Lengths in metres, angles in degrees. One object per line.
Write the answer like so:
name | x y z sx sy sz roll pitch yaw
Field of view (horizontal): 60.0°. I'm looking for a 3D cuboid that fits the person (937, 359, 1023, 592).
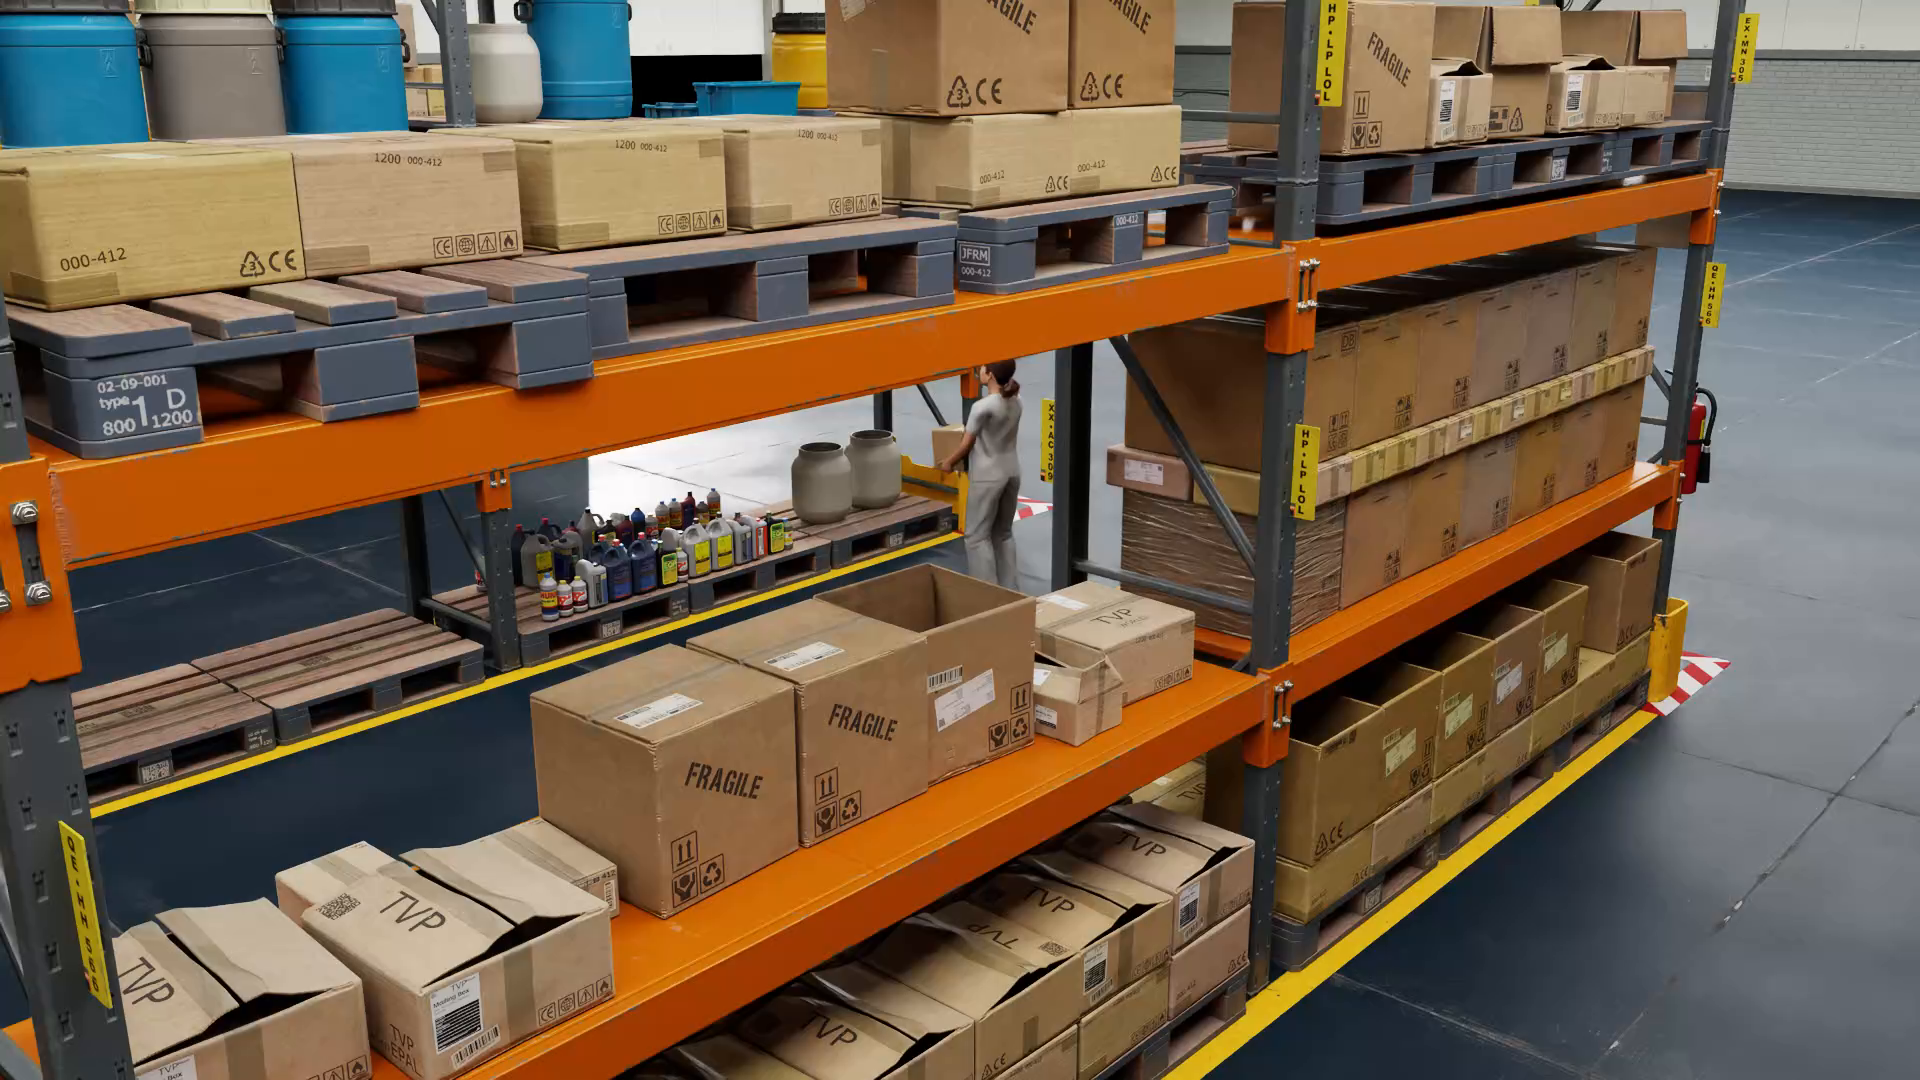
person | 0.148 -0.370 10.276 0.549 1.667 0.434 15 22 40
